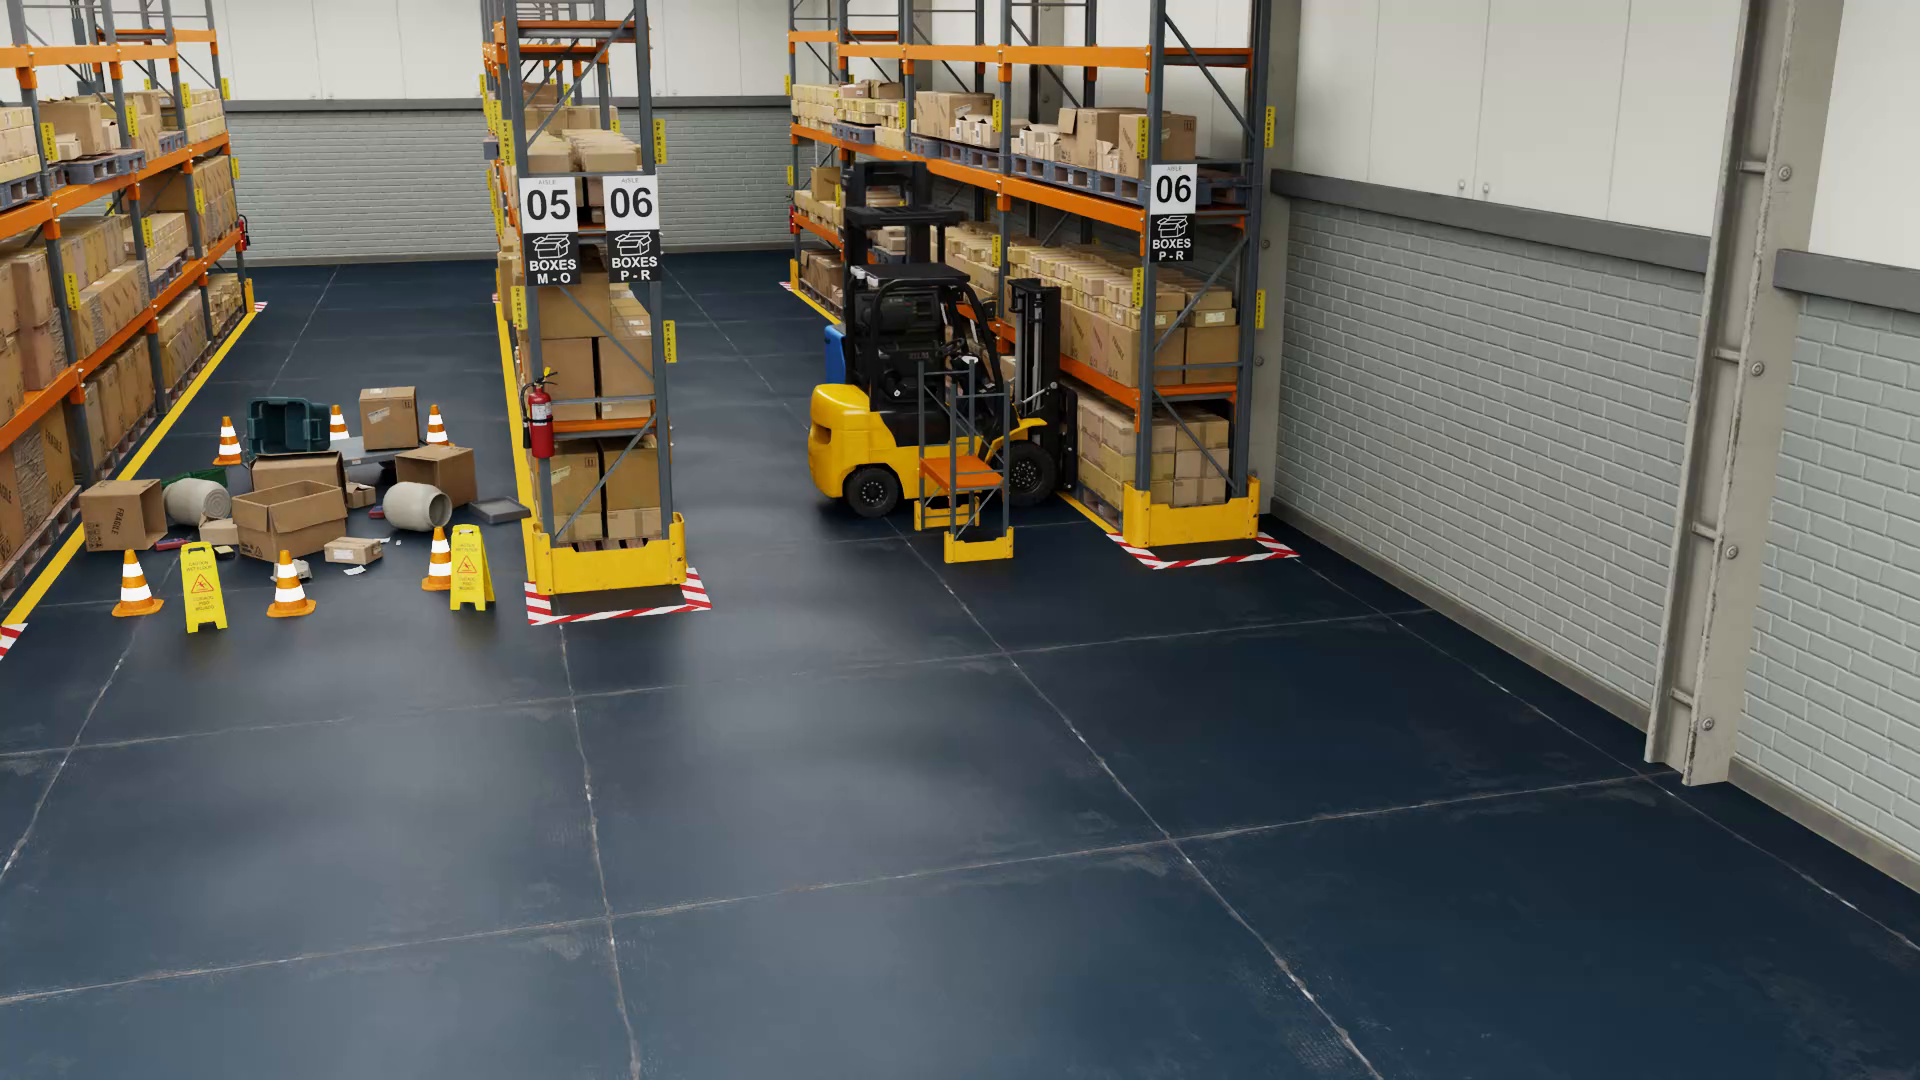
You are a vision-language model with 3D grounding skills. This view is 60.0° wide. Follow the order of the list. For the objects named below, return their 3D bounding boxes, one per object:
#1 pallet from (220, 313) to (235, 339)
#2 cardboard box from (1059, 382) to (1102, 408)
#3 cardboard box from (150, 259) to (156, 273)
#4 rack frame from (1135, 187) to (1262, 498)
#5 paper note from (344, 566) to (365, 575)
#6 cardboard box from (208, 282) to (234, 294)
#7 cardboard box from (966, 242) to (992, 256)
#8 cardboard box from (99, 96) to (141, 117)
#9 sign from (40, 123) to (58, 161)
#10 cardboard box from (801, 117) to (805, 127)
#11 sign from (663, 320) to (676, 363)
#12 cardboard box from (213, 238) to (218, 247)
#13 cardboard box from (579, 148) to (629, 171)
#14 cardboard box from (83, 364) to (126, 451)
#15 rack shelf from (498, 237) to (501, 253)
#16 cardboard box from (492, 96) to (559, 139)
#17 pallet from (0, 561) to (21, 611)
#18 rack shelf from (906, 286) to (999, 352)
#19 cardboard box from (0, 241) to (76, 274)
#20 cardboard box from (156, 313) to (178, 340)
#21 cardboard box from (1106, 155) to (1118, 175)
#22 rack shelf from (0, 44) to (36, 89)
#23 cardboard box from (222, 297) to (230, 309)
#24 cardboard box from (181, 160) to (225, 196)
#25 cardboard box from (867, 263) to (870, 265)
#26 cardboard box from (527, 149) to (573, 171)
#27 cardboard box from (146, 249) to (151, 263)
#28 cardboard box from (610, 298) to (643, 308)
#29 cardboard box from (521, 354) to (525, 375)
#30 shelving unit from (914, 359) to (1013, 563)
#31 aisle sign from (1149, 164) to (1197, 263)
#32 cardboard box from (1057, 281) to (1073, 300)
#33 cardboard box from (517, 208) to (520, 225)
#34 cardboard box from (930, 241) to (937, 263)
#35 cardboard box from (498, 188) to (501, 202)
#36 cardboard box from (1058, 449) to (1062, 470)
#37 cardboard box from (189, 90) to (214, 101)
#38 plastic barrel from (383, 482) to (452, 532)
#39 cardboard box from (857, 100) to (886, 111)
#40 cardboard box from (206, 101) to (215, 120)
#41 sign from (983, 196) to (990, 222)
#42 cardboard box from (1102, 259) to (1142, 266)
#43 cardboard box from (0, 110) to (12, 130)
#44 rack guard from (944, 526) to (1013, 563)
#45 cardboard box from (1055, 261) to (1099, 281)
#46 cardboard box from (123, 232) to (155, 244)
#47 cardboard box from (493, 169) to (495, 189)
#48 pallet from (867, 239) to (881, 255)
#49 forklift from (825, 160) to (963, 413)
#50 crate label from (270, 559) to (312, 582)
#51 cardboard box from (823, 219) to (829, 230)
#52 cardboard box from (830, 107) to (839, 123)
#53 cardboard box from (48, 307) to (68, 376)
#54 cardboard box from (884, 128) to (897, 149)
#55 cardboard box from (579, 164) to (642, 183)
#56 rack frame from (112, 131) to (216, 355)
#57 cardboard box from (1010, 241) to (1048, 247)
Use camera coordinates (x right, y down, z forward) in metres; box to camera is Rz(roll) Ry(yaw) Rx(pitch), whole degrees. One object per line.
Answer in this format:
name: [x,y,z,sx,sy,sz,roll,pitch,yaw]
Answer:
pallet: [-11.354,-3.158,24.598,1.003,0.211,1.213,-5,17,-15]
cardboard box: [1.152,-1.352,16.050,0.500,0.250,0.500,-5,17,-16]
cardboard box: [-9.774,-3.235,19.715,0.380,0.149,0.250,-4,17,-12]
rack frame: [2.005,-1.466,14.118,1.000,3.000,0.127,-5,17,-15]
paper note: [-4.941,0.246,13.581,0.148,0.019,0.142,-12,20,-34]
cardboard box: [-11.162,-3.791,25.049,0.380,0.149,0.250,-4,17,-13]
cardboard box: [0.282,-3.289,18.887,0.380,0.149,0.250,-5,17,-17]
cardboard box: [-9.793,-5.061,19.367,0.396,0.266,0.258,-5,17,-15]
sign: [-8.065,-3.526,14.725,0.100,0.325,0.005,-5,17,-15]
cardboard box: [-2.407,-6.881,27.369,0.380,0.149,0.250,-4,17,-14]
sign: [-2.245,-1.530,12.826,0.100,0.325,0.005,-5,17,-15]
cardboard box: [-10.968,-4.317,24.045,0.380,0.149,0.250,-4,17,-13]
cardboard box: [-2.753,-2.953,12.907,0.380,0.149,0.250,-5,17,-15]
cardboard box: [-9.116,-1.315,16.796,1.050,0.750,0.750,-5,17,-15]
rack shelf: [-6.614,-4.600,25.803,1.077,0.370,4.000,-5,17,-15]
cardboard box: [-5.214,-5.065,19.975,0.797,0.503,0.637,-6,18,-19]
pallet: [-7.793,0.468,12.529,1.003,0.211,1.213,-5,17,-15]
rack shelf: [0.356,-2.781,19.746,1.077,0.370,4.000,-5,17,-15]
cardboard box: [-8.883,-2.565,15.866,0.700,0.500,0.500,-5,17,-16]
cardboard box: [-9.793,-2.579,20.136,0.500,0.250,0.500,-5,17,-16]
cardboard box: [1.485,-3.236,14.331,0.380,0.149,0.250,-5,17,-17]
rack shelf: [-8.048,-3.543,12.552,1.077,0.370,4.000,-5,17,-15]
cardboard box: [-11.022,-3.501,24.603,0.380,0.149,0.250,-5,17,-15]
cardboard box: [-11.240,-5.358,24.645,0.500,0.500,0.500,-4,17,-12]
cardboard box: [-1.333,-4.054,24.704,0.380,0.149,0.250,-6,18,-18]
cardboard box: [-3.178,-2.915,12.779,0.380,0.149,0.250,-4,17,-14]
cardboard box: [-9.713,-3.314,19.459,0.380,0.149,0.250,-4,17,-13]
cardboard box: [-3.065,-1.839,14.671,0.500,0.500,0.500,-5,17,-16]
cardboard box: [-3.745,-1.591,14.972,0.380,0.149,0.250,-5,17,-15]
shelving unit: [0.021,-0.697,14.166,0.587,1.500,1.083,-5,17,-15]
aisle sign: [1.740,-2.669,13.606,0.394,0.787,0.004,-5,17,-15]
cardboard box: [1.146,-2.392,15.901,0.380,0.149,0.250,-5,17,-16]
cardboard box: [-3.234,-2.531,12.888,0.380,0.149,0.250,-5,17,-15]
cardboard box: [-0.170,-3.566,20.500,0.500,0.250,0.500,-4,17,-14]
cardboard box: [-5.770,-4.354,21.821,0.500,0.500,0.500,-5,17,-16]
cardboard box: [1.151,-0.874,16.198,0.500,0.250,0.500,-4,17,-13]
cardboard box: [-11.300,-6.594,24.674,0.380,0.149,0.250,-4,17,-14]
plastic barrel: [-4.790,-0.290,14.682,0.512,0.421,0.421,7,18,23]
cardboard box: [-1.239,-6.099,23.343,0.380,0.149,0.250,-4,17,-14]
cardboard box: [-11.244,-6.292,24.363,0.500,0.250,0.500,-4,17,-14]
sign: [0.339,-4.278,21.467,0.100,0.325,0.005,-5,17,-15]
cardboard box: [1.605,-2.652,16.248,0.380,0.149,0.250,-5,17,-16]
cardboard box: [-7.985,-3.422,13.563,0.380,0.149,0.250,-4,17,-14]
rack guard: [0.158,0.039,13.887,0.587,0.250,0.087,-5,17,-15]
cardboard box: [1.138,-2.611,16.114,0.380,0.149,0.250,-5,17,-15]
cardboard box: [-9.850,-3.590,19.863,0.380,0.149,0.250,-5,18,-18]
cardboard box: [-6.740,-5.308,24.997,0.500,0.500,0.500,-4,17,-15]
pallet: [-0.733,-4.124,23.302,1.003,0.211,1.213,-5,17,-15]
forklift: [-0.610,-2.455,17.529,1.130,2.935,3.031,-5,18,-17]
crate label: [-5.375,0.251,13.378,0.298,0.136,0.250,16,23,42]
cardboard box: [-1.954,-5.016,26.375,0.380,0.149,0.250,-5,17,-16]
cardboard box: [-1.667,-6.406,25.094,0.500,0.250,0.500,-5,17,-15]
cardboard box: [-8.485,-1.730,14.737,0.875,0.550,0.550,-5,17,-15]
cardboard box: [-0.707,-5.305,21.946,0.500,0.250,0.500,-5,17,-15]
cardboard box: [-2.778,-2.880,13.354,0.500,0.250,0.500,-5,17,-16]
rack frame: [-10.796,-3.972,22.462,1.000,3.000,0.127,-5,17,-15]
cardboard box: [0.790,-3.332,19.030,0.380,0.149,0.250,-5,17,-15]
